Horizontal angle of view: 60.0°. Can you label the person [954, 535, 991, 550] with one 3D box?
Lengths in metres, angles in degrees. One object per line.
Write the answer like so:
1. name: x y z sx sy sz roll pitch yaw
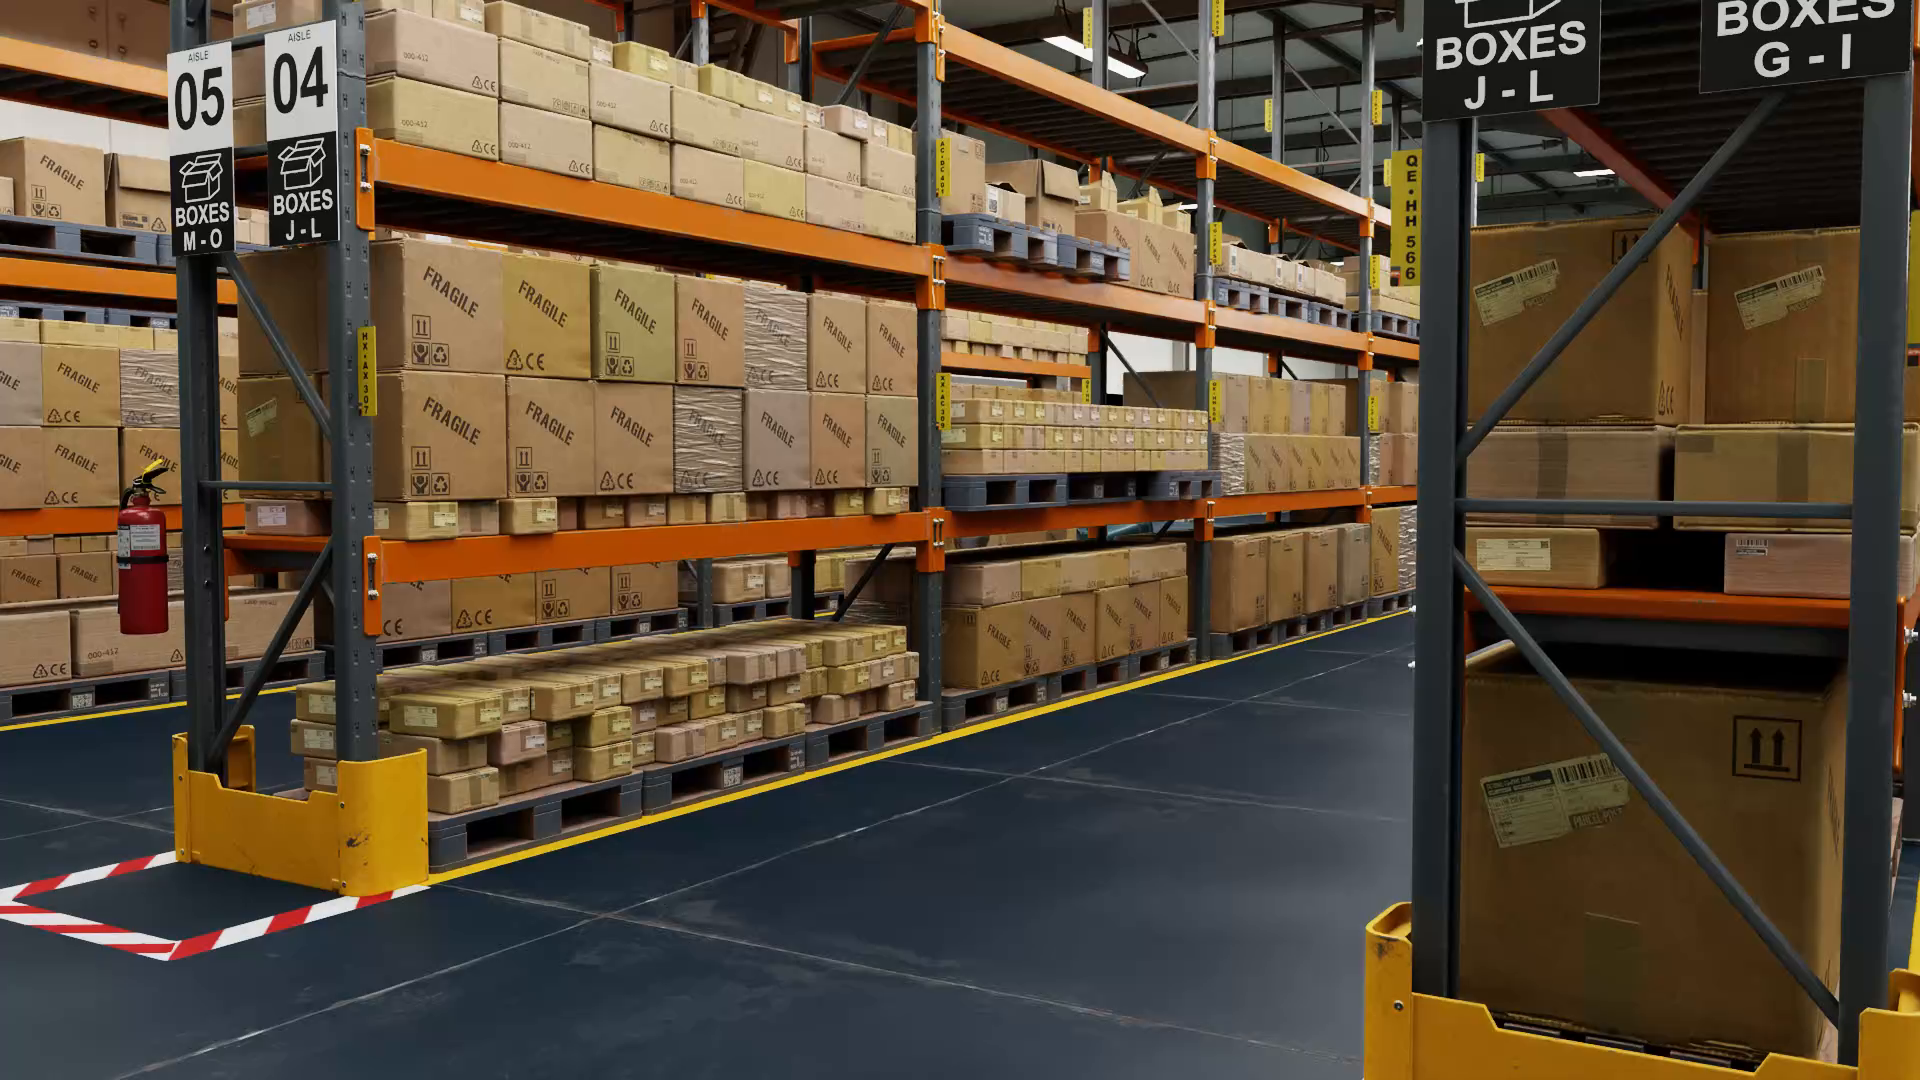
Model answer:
1. person: 0.082 -0.083 16.713 0.530 1.695 0.569 2 3 31
